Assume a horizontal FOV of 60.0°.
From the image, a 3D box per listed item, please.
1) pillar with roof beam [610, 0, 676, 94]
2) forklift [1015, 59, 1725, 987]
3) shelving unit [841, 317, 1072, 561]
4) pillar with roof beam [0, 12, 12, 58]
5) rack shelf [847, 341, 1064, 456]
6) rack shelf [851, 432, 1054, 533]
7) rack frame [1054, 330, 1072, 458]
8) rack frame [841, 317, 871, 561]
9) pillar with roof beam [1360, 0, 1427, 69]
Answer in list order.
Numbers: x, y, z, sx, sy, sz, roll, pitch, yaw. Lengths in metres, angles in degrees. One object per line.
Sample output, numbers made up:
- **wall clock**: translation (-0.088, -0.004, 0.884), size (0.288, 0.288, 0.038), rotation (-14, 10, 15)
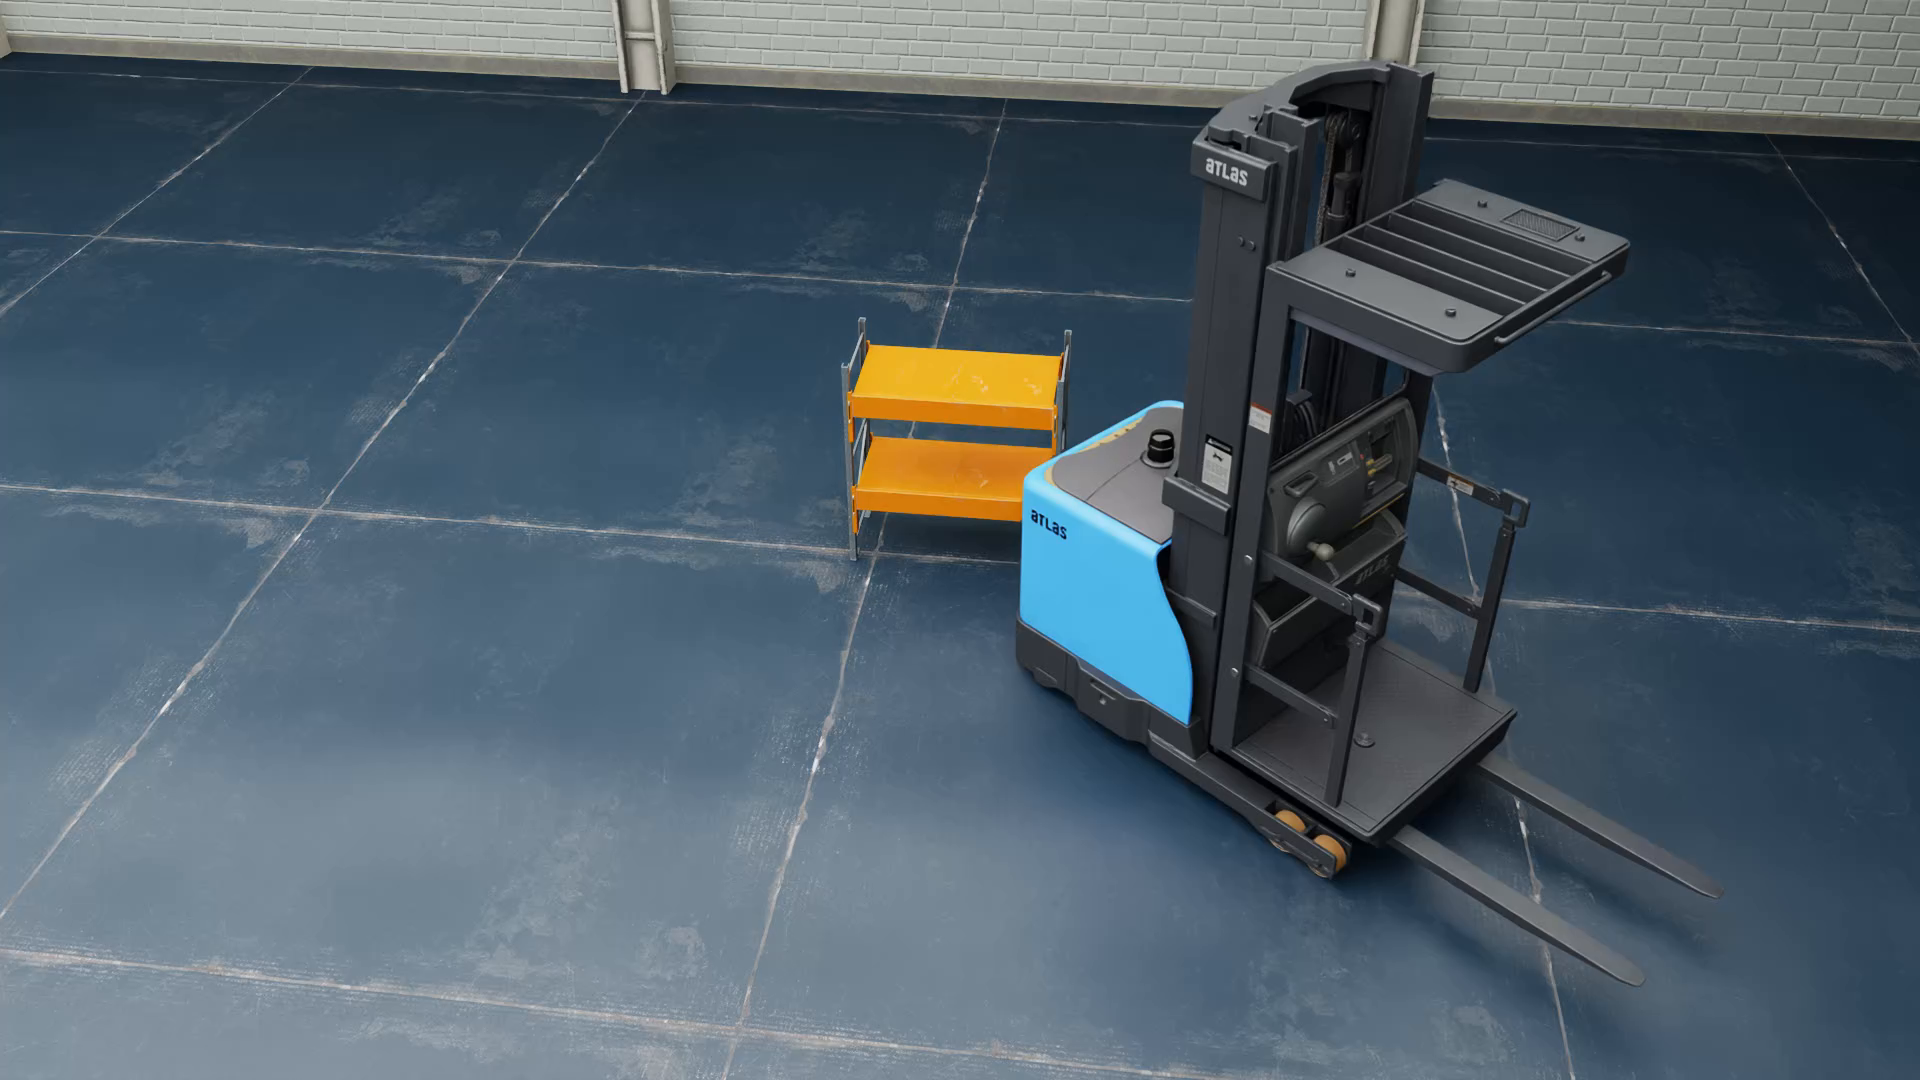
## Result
- **pillar with roof beam**: translation (-3.150, -4.979, 7.837), size (0.400, 9.000, 9.100), rotation (4, 36, 6)
- **forklift**: translation (1.637, -0.176, 6.330), size (1.130, 2.935, 3.031), rotation (-29, 45, -34)
- **shelving unit**: translation (-0.007, -0.458, 8.281), size (1.048, 1.125, 0.538), rotation (4, 36, 6)
- **pillar with roof beam**: translation (-9.101, -5.423, 8.459), size (0.400, 9.000, 9.100), rotation (4, 36, 6)
- **rack shelf**: translation (-0.007, -0.697, 8.111), size (1.000, 0.278, 0.538), rotation (4, 36, 6)
- **rack shelf**: translation (-0.007, -0.259, 8.423), size (1.000, 0.278, 0.538), rotation (4, 36, 6)
- **rack frame**: translation (0.498, -0.421, 8.228), size (0.032, 1.125, 0.500), rotation (4, 36, 6)
- **rack frame**: translation (-0.511, -0.496, 8.334), size (0.032, 1.125, 0.500), rotation (4, 36, 6)
- **pillar with roof beam**: translation (2.802, -4.535, 7.215), size (0.400, 9.000, 9.100), rotation (4, 36, 6)
